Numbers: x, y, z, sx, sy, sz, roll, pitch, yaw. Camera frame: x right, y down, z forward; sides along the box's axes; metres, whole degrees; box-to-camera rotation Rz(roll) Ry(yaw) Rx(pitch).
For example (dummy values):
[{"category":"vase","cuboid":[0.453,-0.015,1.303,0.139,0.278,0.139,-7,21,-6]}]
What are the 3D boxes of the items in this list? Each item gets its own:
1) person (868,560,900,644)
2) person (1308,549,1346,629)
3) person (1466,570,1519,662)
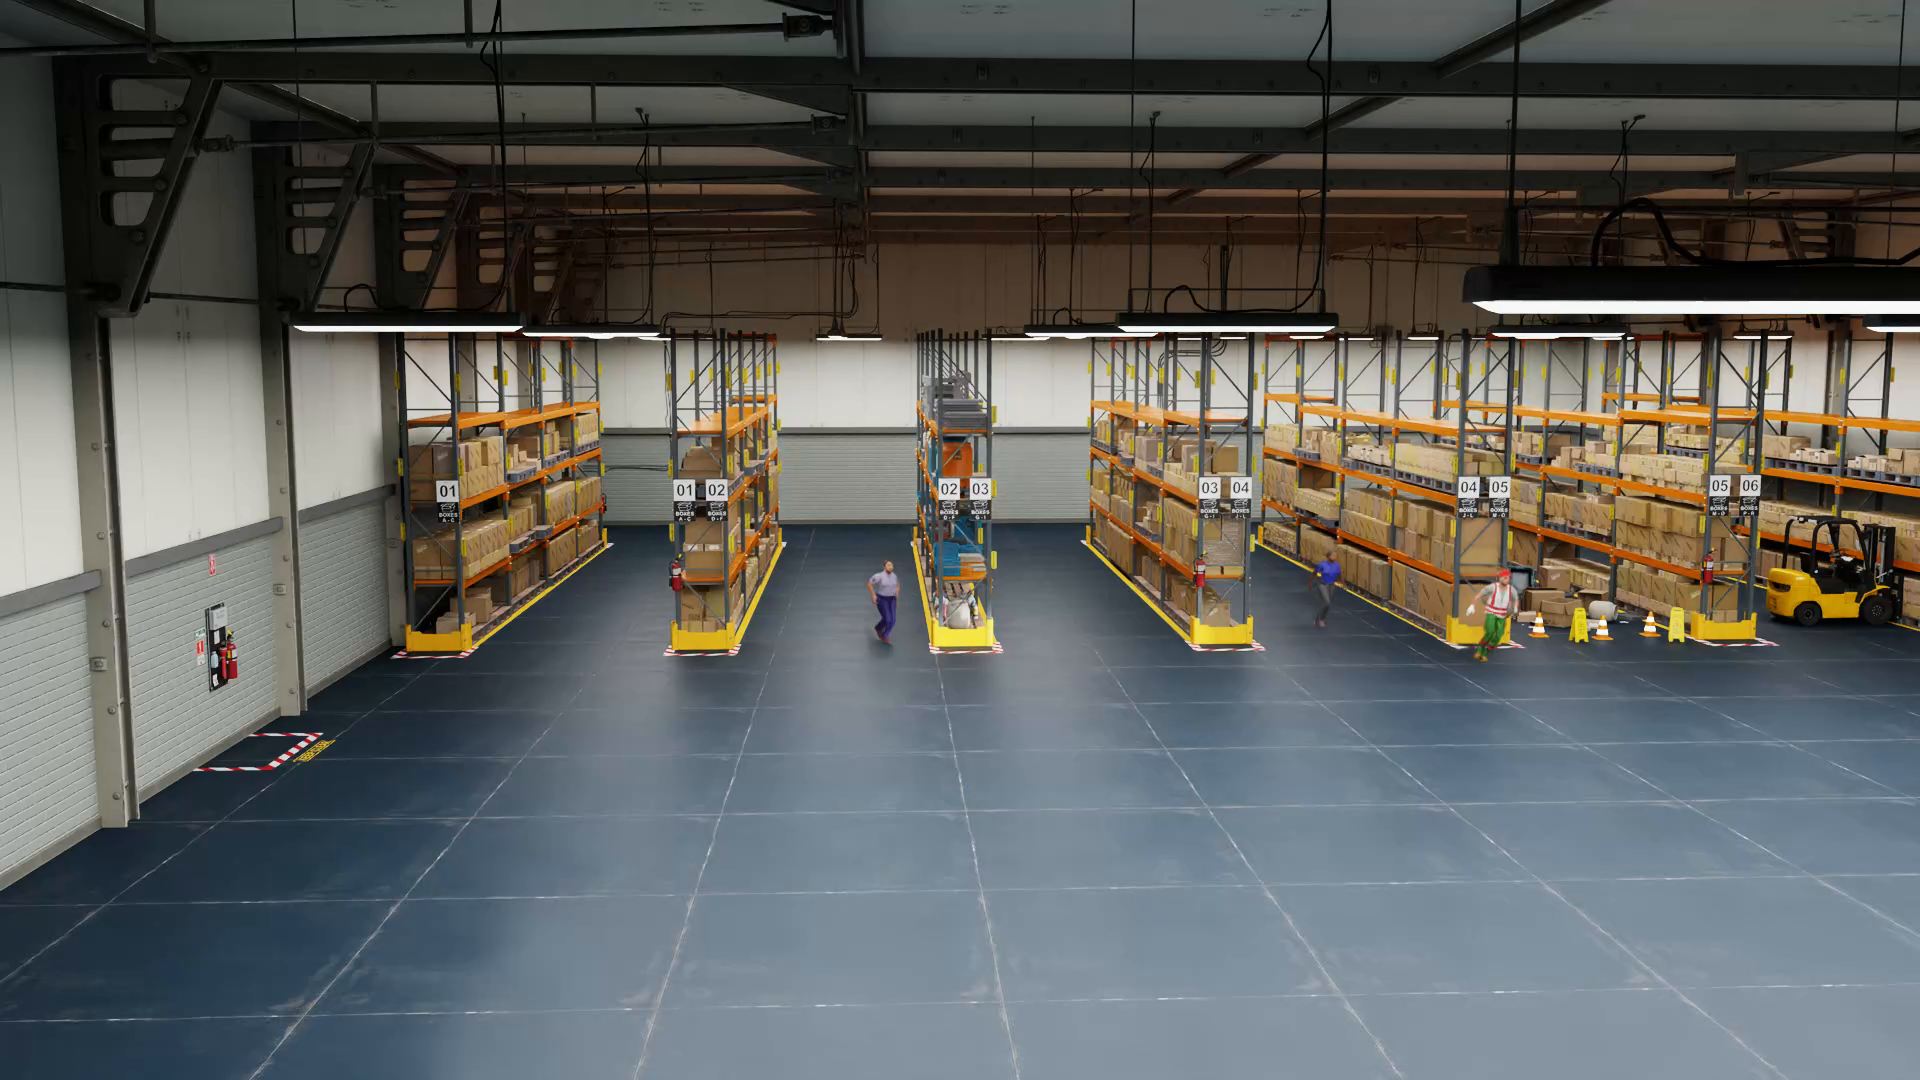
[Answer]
[{"category":"person","cuboid":[-1.402,1.198,31.864,0.625,1.602,0.560,-5,8,-34]},{"category":"person","cuboid":[7.408,0.976,33.437,0.532,1.604,0.816,-3,7,-22]},{"category":"person","cuboid":[9.671,1.381,29.954,0.858,1.701,0.670,-1,7,-11]}]
